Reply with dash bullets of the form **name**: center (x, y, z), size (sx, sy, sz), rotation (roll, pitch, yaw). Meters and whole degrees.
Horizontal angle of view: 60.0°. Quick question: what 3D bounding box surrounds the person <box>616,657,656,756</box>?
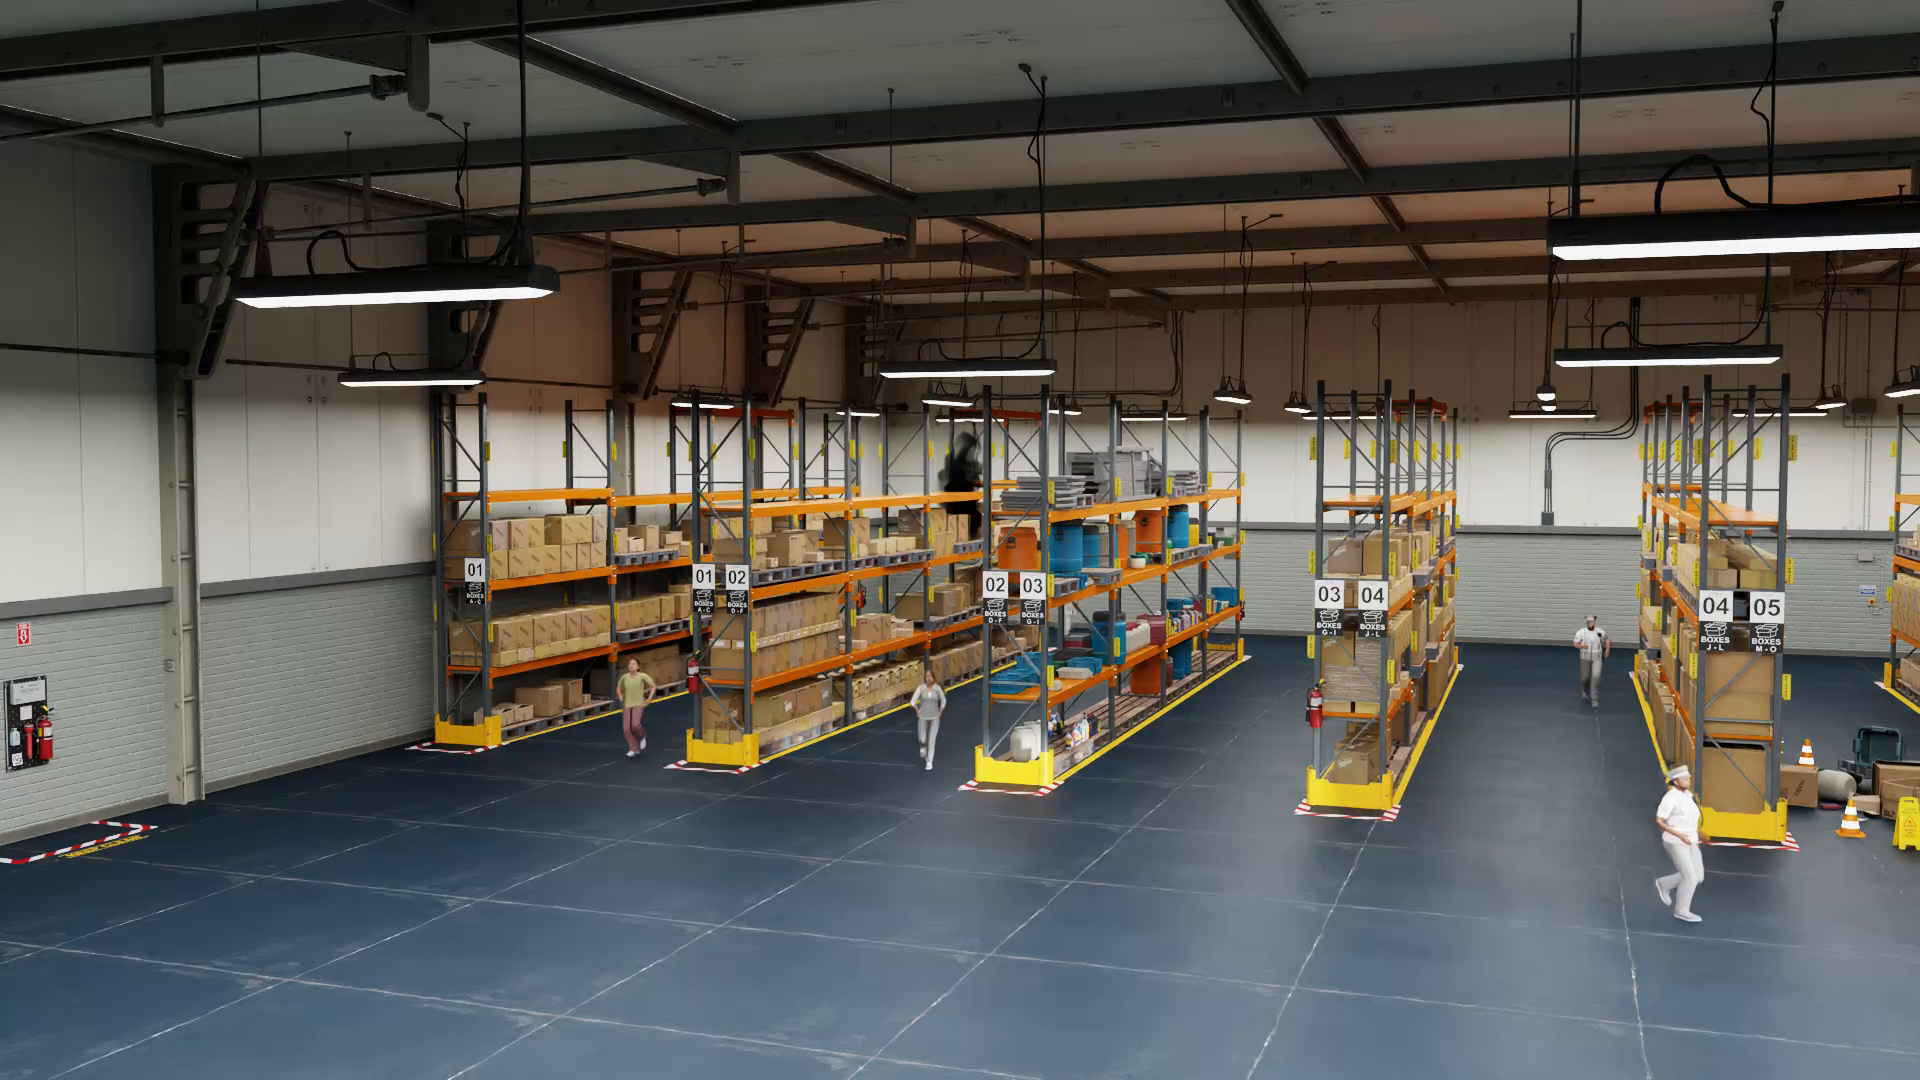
- **person**: center (-5.349, 2.739, 27.256), size (0.642, 1.626, 0.530), rotation (0, 3, 8)

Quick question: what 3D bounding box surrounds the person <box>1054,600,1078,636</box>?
- **person**: center (2.373, 1.774, 38.379), size (0.637, 1.818, 0.864), rotation (1, 3, 12)

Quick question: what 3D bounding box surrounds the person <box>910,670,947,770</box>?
- **person**: center (-0.494, 2.827, 26.305), size (0.579, 1.554, 0.594), rotation (0, 3, -5)

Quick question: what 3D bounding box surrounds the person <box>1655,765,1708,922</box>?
- **person**: center (7.693, 3.224, 17.826), size (0.575, 1.651, 0.570), rotation (-2, 4, -34)

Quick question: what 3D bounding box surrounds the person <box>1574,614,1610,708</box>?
- **person**: center (12.483, 2.368, 32.875), size (0.669, 1.800, 0.951), rotation (1, 3, 21)
